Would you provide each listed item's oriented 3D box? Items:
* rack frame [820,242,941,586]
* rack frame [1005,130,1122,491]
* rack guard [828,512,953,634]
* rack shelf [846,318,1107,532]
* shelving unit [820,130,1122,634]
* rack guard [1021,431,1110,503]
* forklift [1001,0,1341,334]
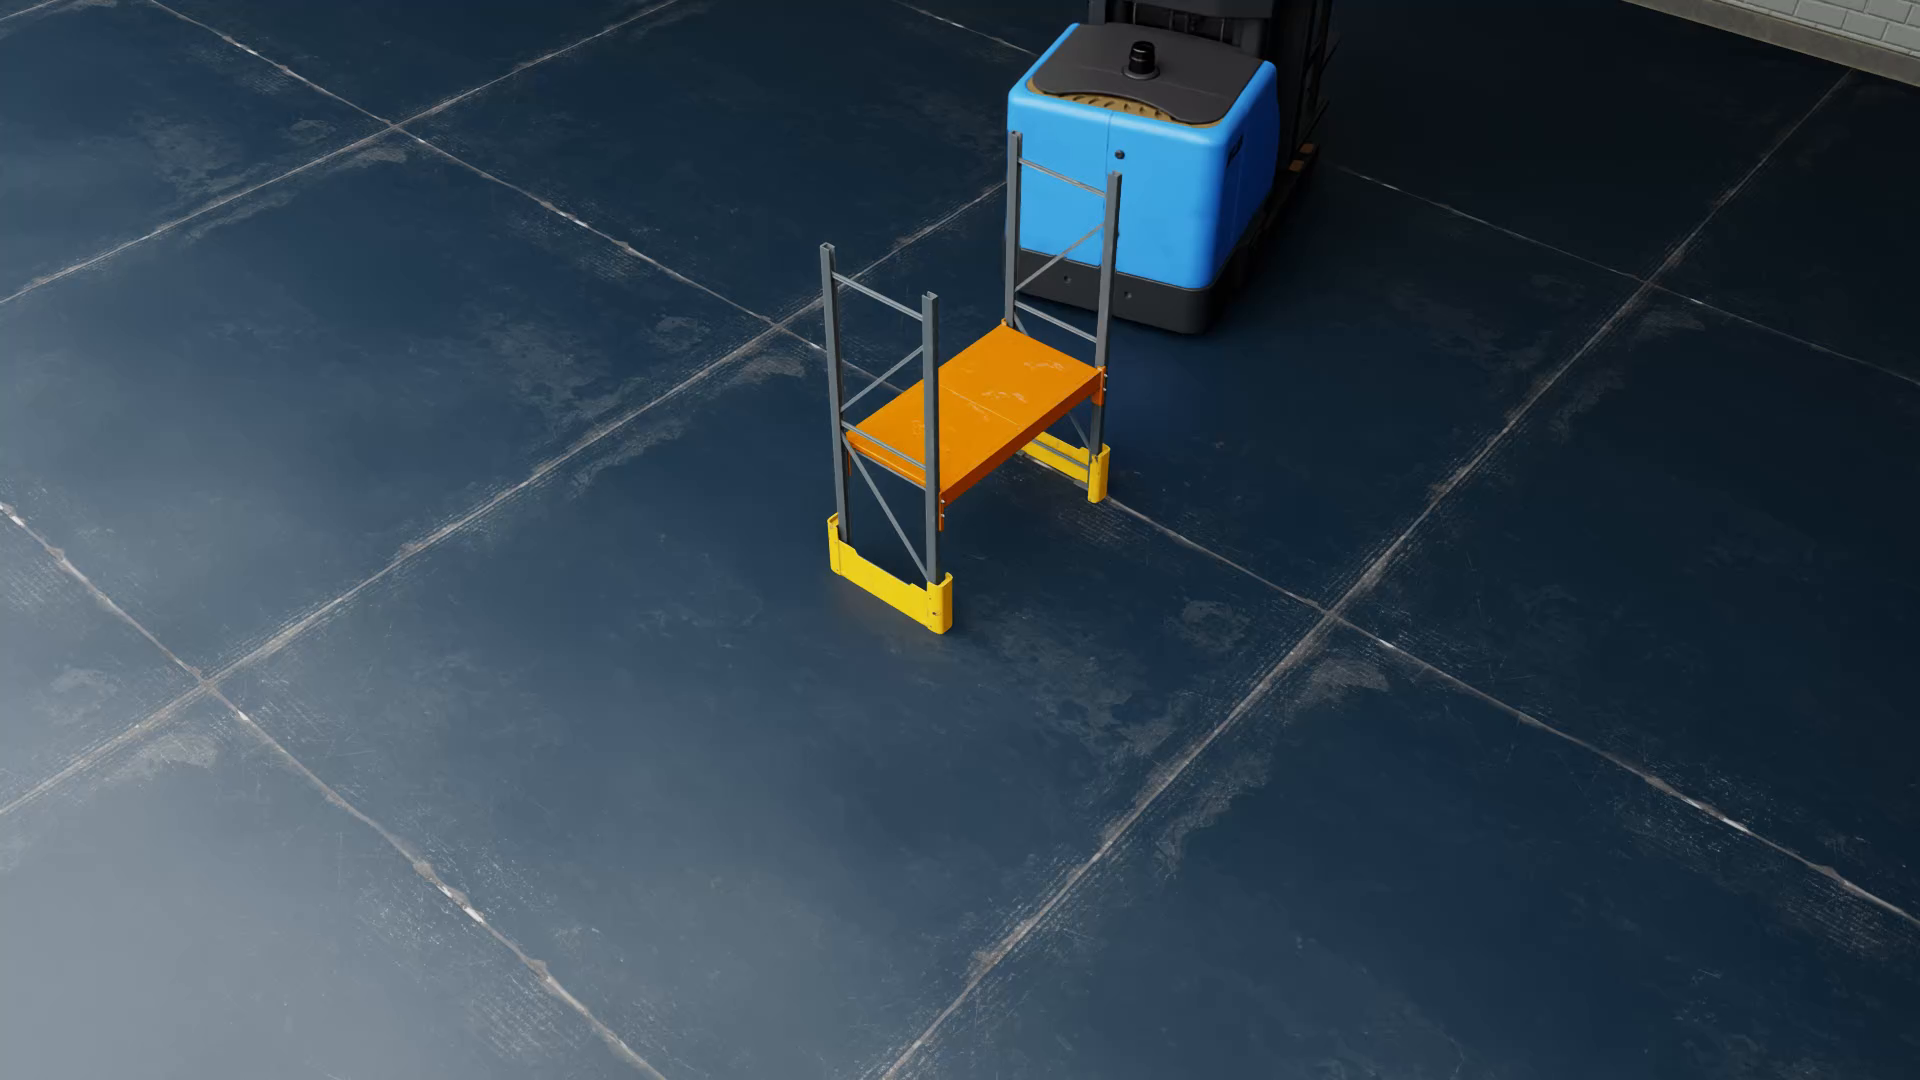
[{"bbox_3d":[-0.272,-0.337,6.006,0.500,1.500,0.032,29,50,28],"label":"rack frame"},{"bbox_3d":[0.382,-0.861,6.582,0.500,1.500,0.032,29,50,28],"label":"rack frame"},{"bbox_3d":[-0.271,0.125,6.427,0.587,0.250,0.087,29,50,28],"label":"rack guard"},{"bbox_3d":[0.055,-0.466,6.415,0.538,0.185,1.000,29,50,28],"label":"rack shelf"},{"bbox_3d":[0.049,-0.594,6.289,0.587,1.500,1.083,29,50,28],"label":"shelving unit"},{"bbox_3d":[0.370,-0.388,6.991,0.587,0.250,0.087,29,50,28],"label":"rack guard"},{"bbox_3d":[1.272,-3.033,7.907,1.130,2.935,3.031,17,45,18],"label":"forklift"}]
